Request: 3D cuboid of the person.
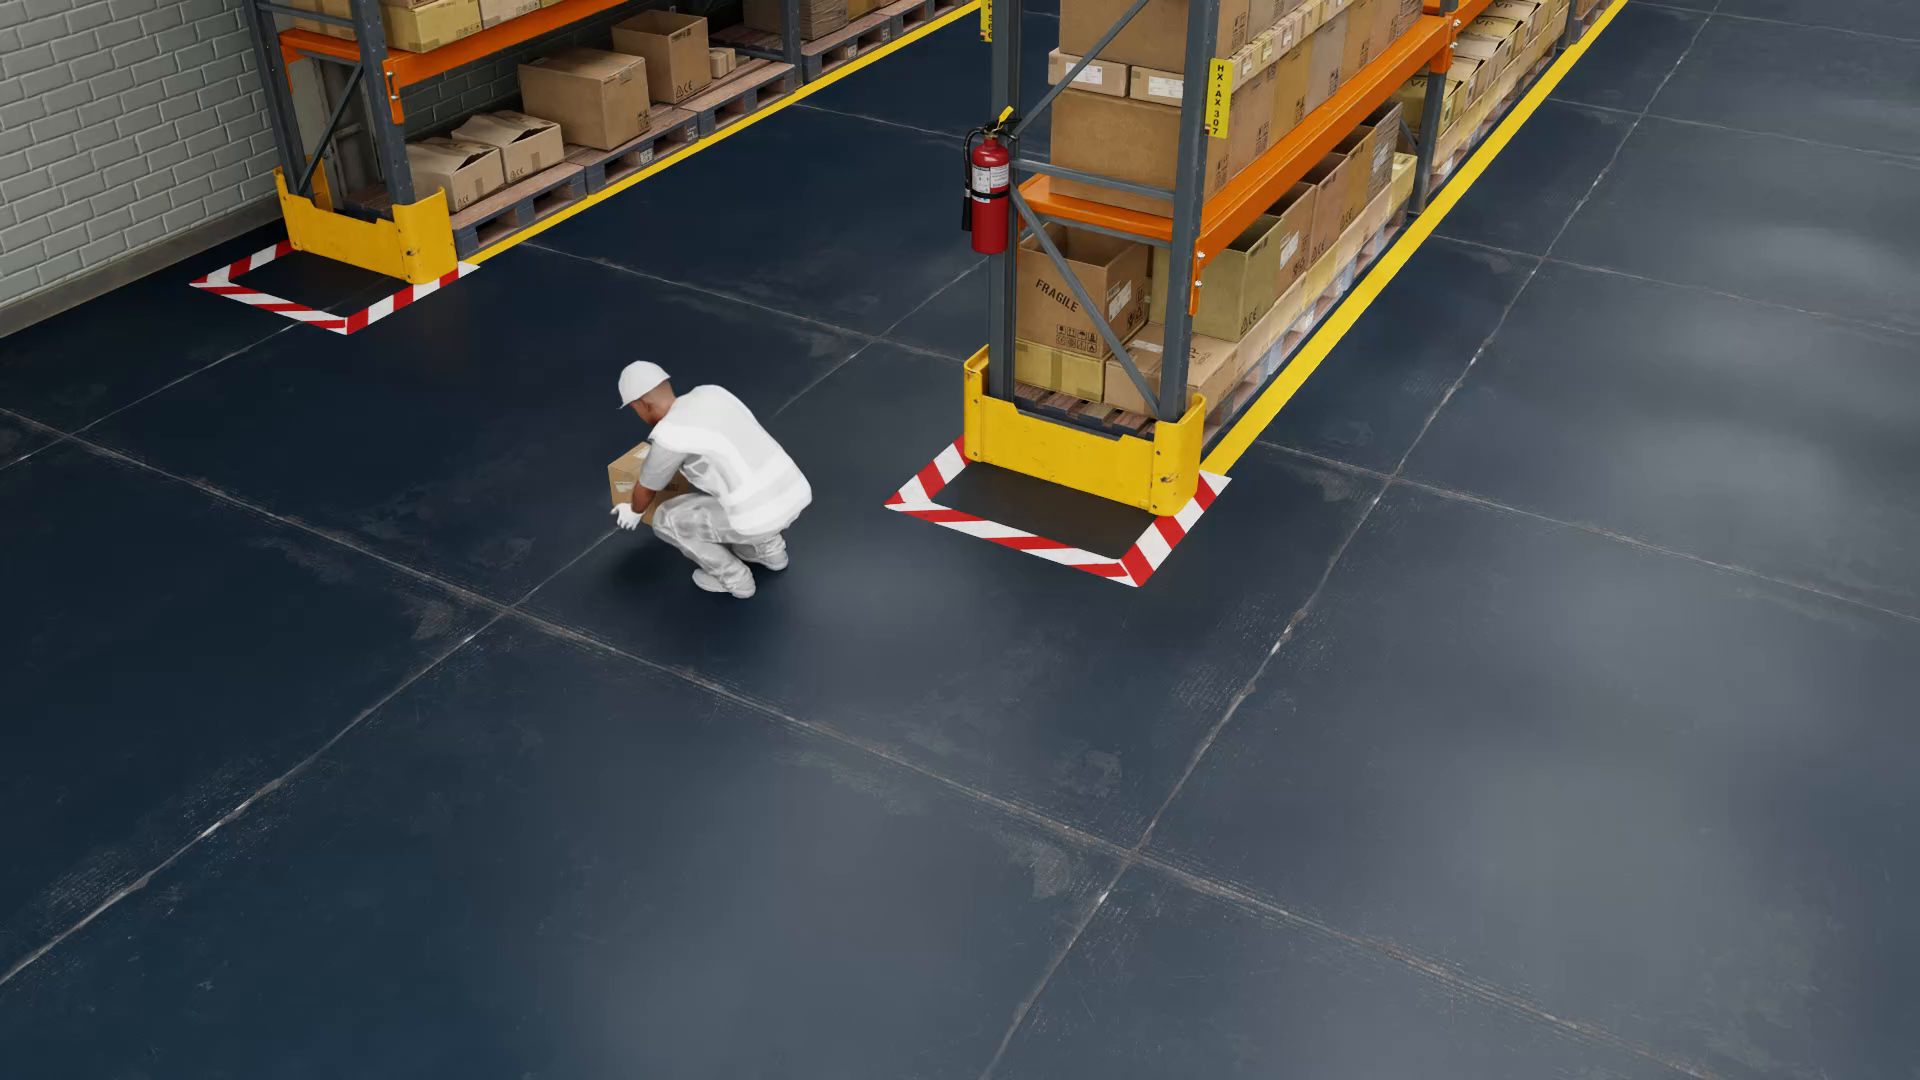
[{"bbox_3d":[-1.111,-0.290,7.275,0.899,0.993,0.567,18,38,24],"label":"person"}]
